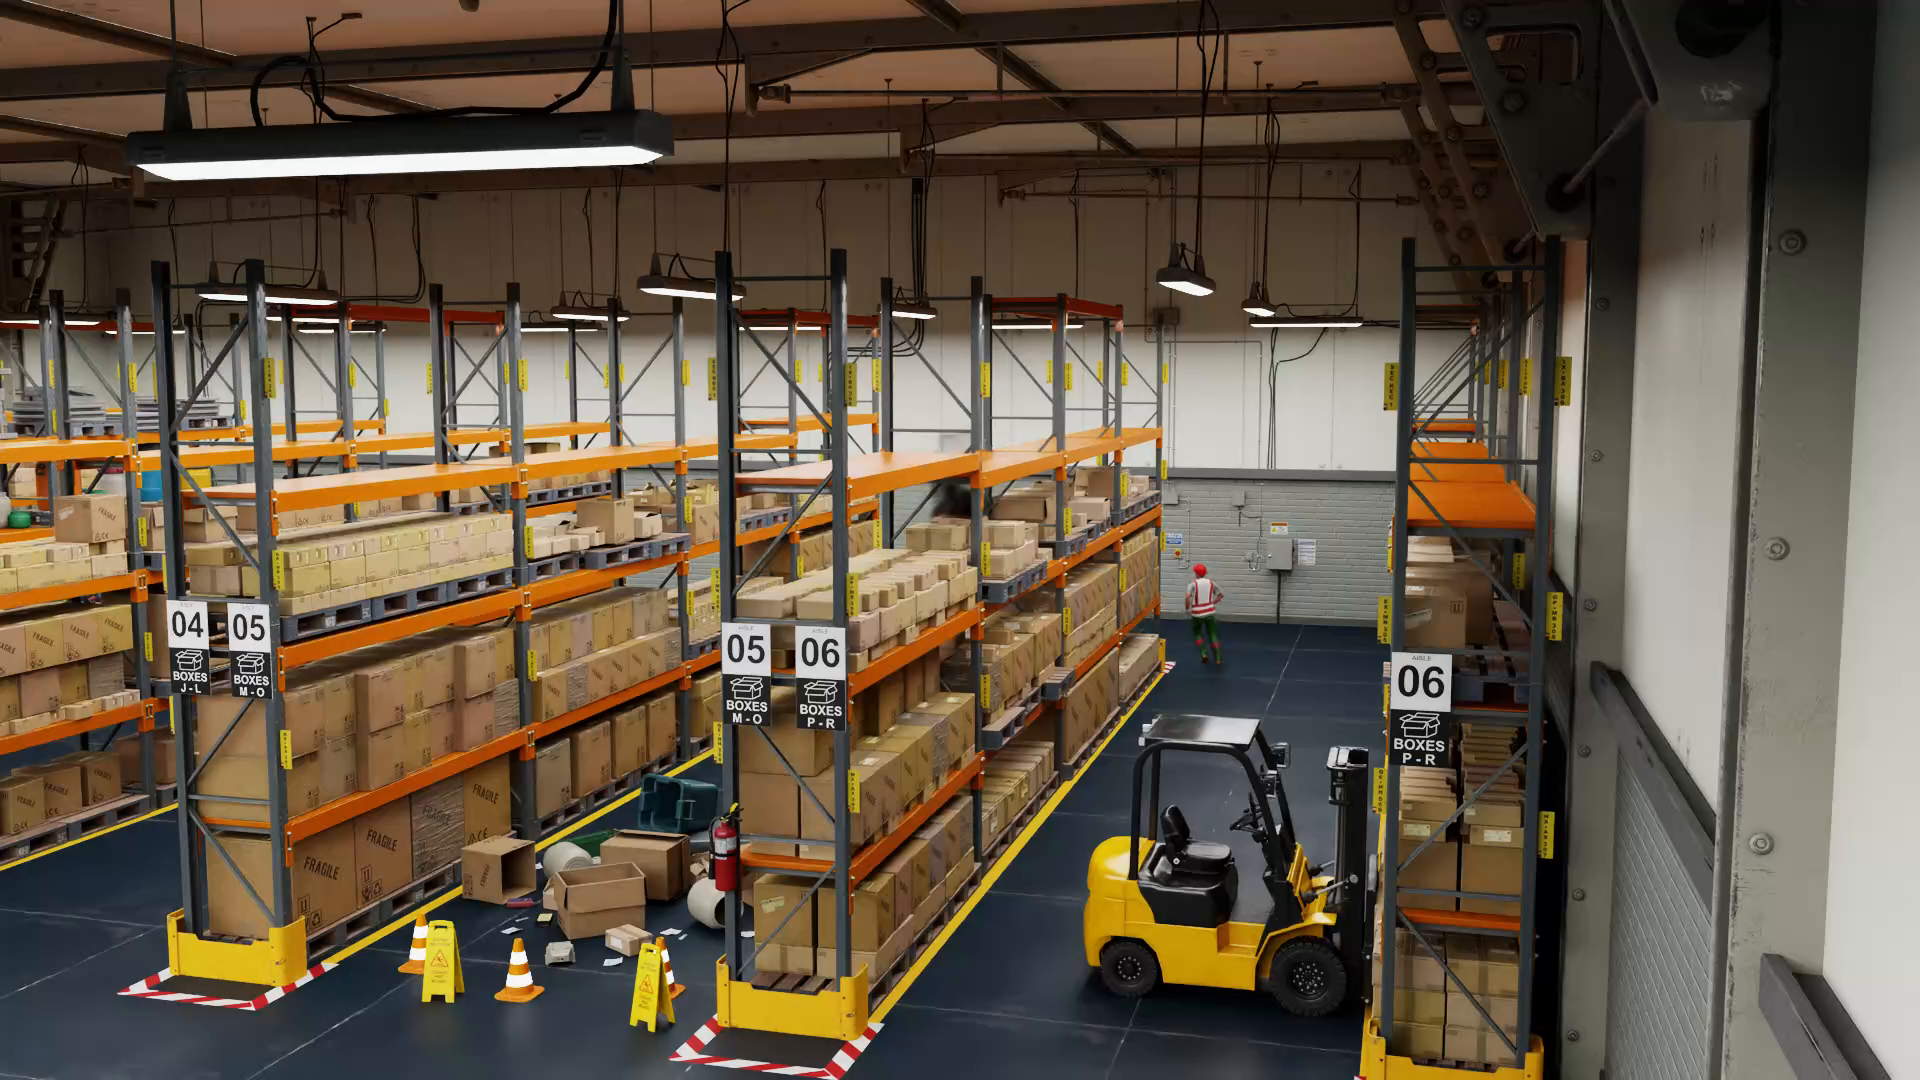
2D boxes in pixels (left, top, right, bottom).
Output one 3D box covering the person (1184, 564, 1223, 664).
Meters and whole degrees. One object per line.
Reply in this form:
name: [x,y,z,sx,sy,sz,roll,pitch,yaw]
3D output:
person: [4.144,1.288,28.494,0.718,1.786,0.671,-1,6,-8]
